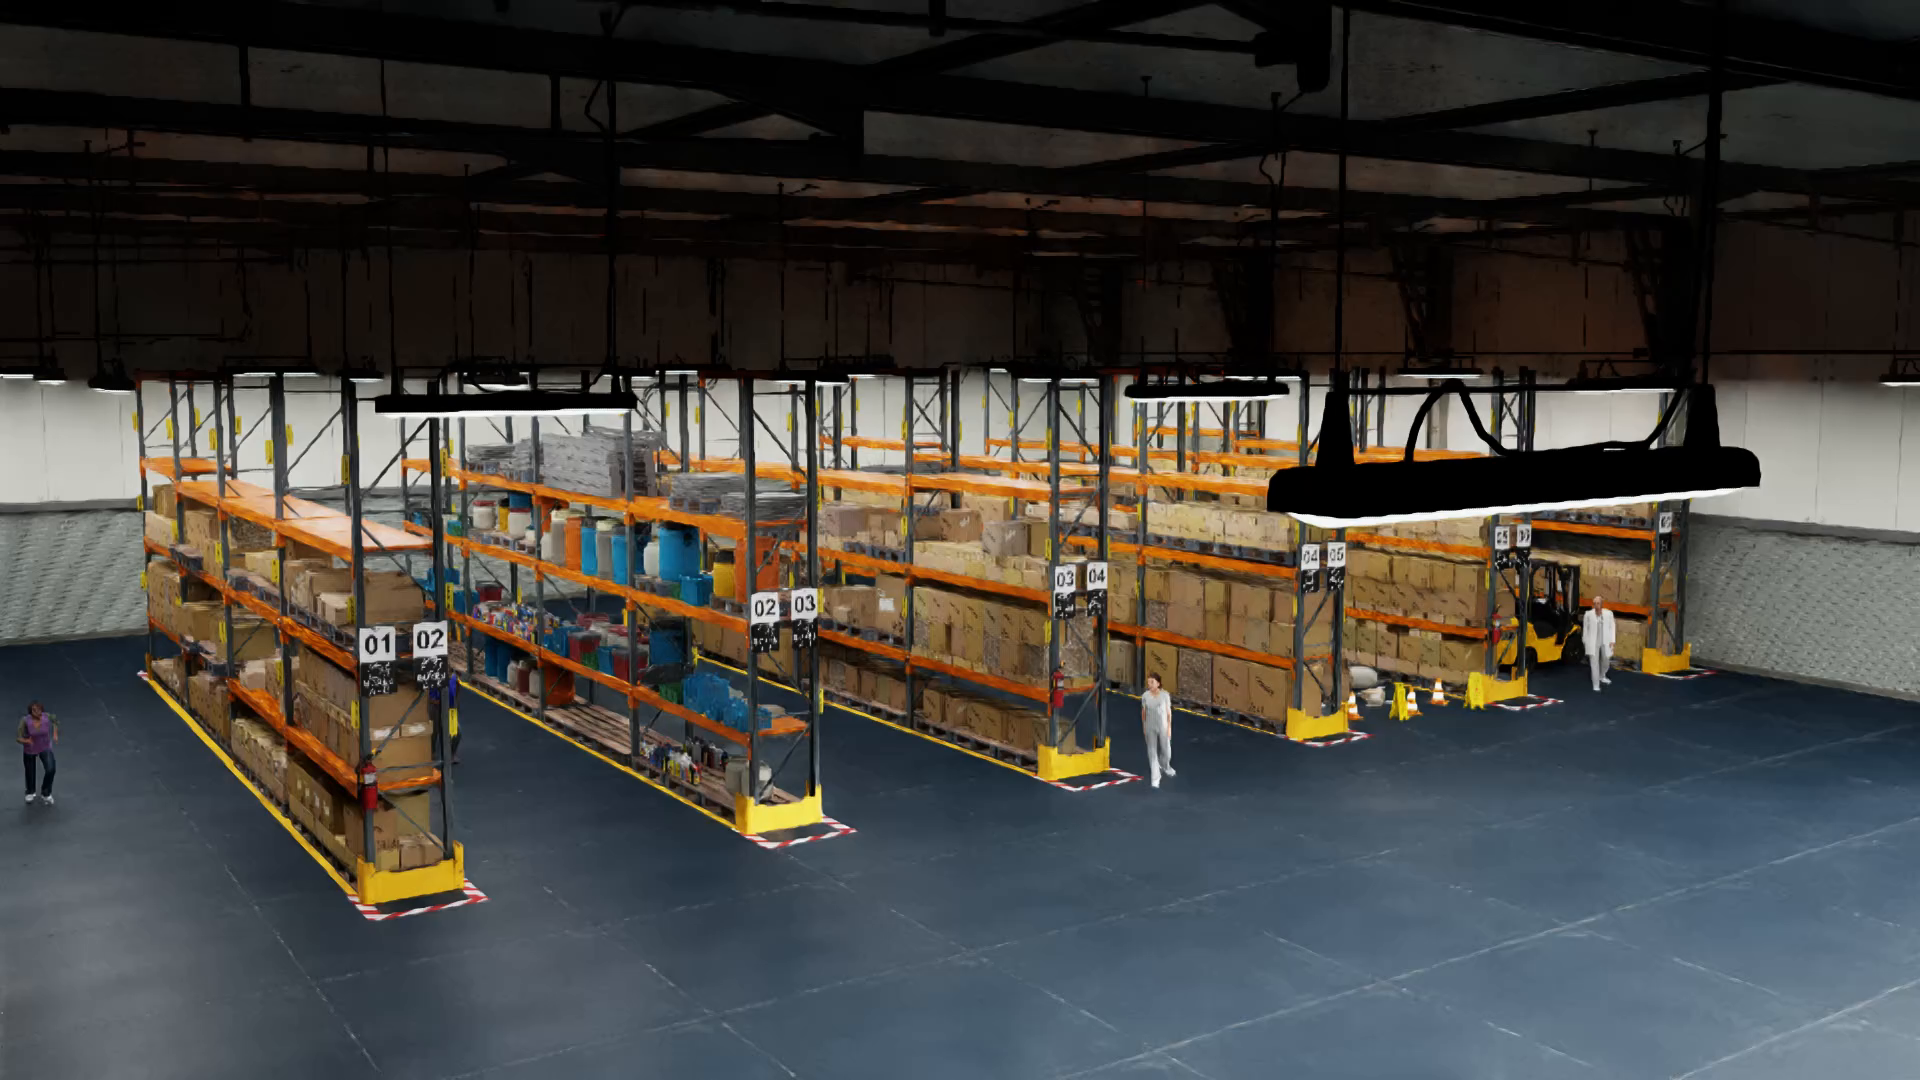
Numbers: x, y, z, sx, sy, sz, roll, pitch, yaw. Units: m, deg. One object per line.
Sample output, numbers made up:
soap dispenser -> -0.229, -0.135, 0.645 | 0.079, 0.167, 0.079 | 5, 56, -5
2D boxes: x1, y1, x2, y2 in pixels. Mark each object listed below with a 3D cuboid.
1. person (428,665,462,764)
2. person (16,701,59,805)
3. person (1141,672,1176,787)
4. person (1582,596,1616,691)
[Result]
person -> -7.946, 2.654, 25.640 | 0.565, 1.567, 0.901 | -4, 7, -30
person -> -12.872, 2.954, 23.235 | 0.536, 1.510, 0.864 | -4, 7, -29
person -> 2.915, 2.751, 24.428 | 0.502, 1.665, 0.601 | 2, 7, 13
person -> 12.006, 1.920, 31.274 | 0.590, 1.775, 0.721 | 1, 7, 12
